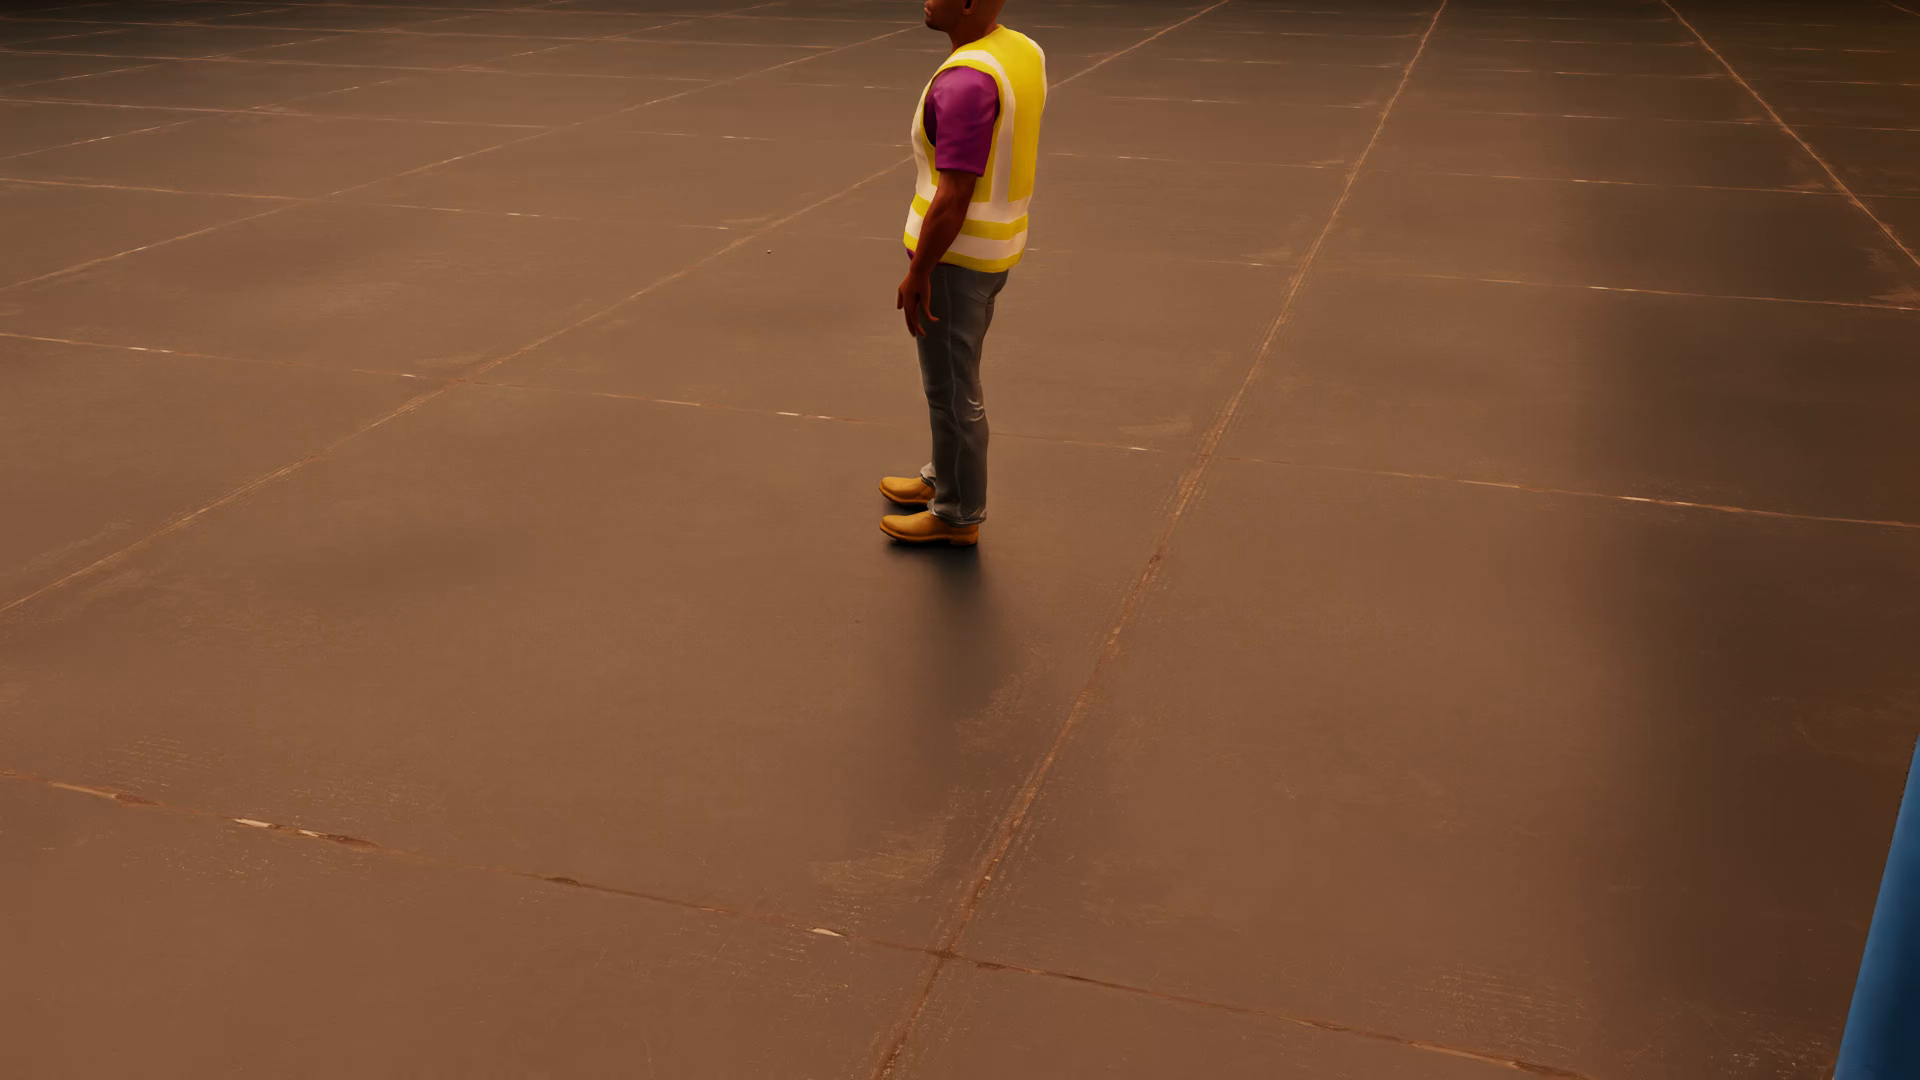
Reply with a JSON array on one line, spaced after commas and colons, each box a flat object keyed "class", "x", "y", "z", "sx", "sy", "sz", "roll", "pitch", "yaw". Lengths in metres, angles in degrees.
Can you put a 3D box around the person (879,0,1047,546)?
[{"class": "person", "x": -0.065, "y": -0.833, "z": 4.805, "sx": 0.575, "sy": 1.768, "sz": 0.666, "roll": 7, "pitch": 23, "yaw": 16}]
